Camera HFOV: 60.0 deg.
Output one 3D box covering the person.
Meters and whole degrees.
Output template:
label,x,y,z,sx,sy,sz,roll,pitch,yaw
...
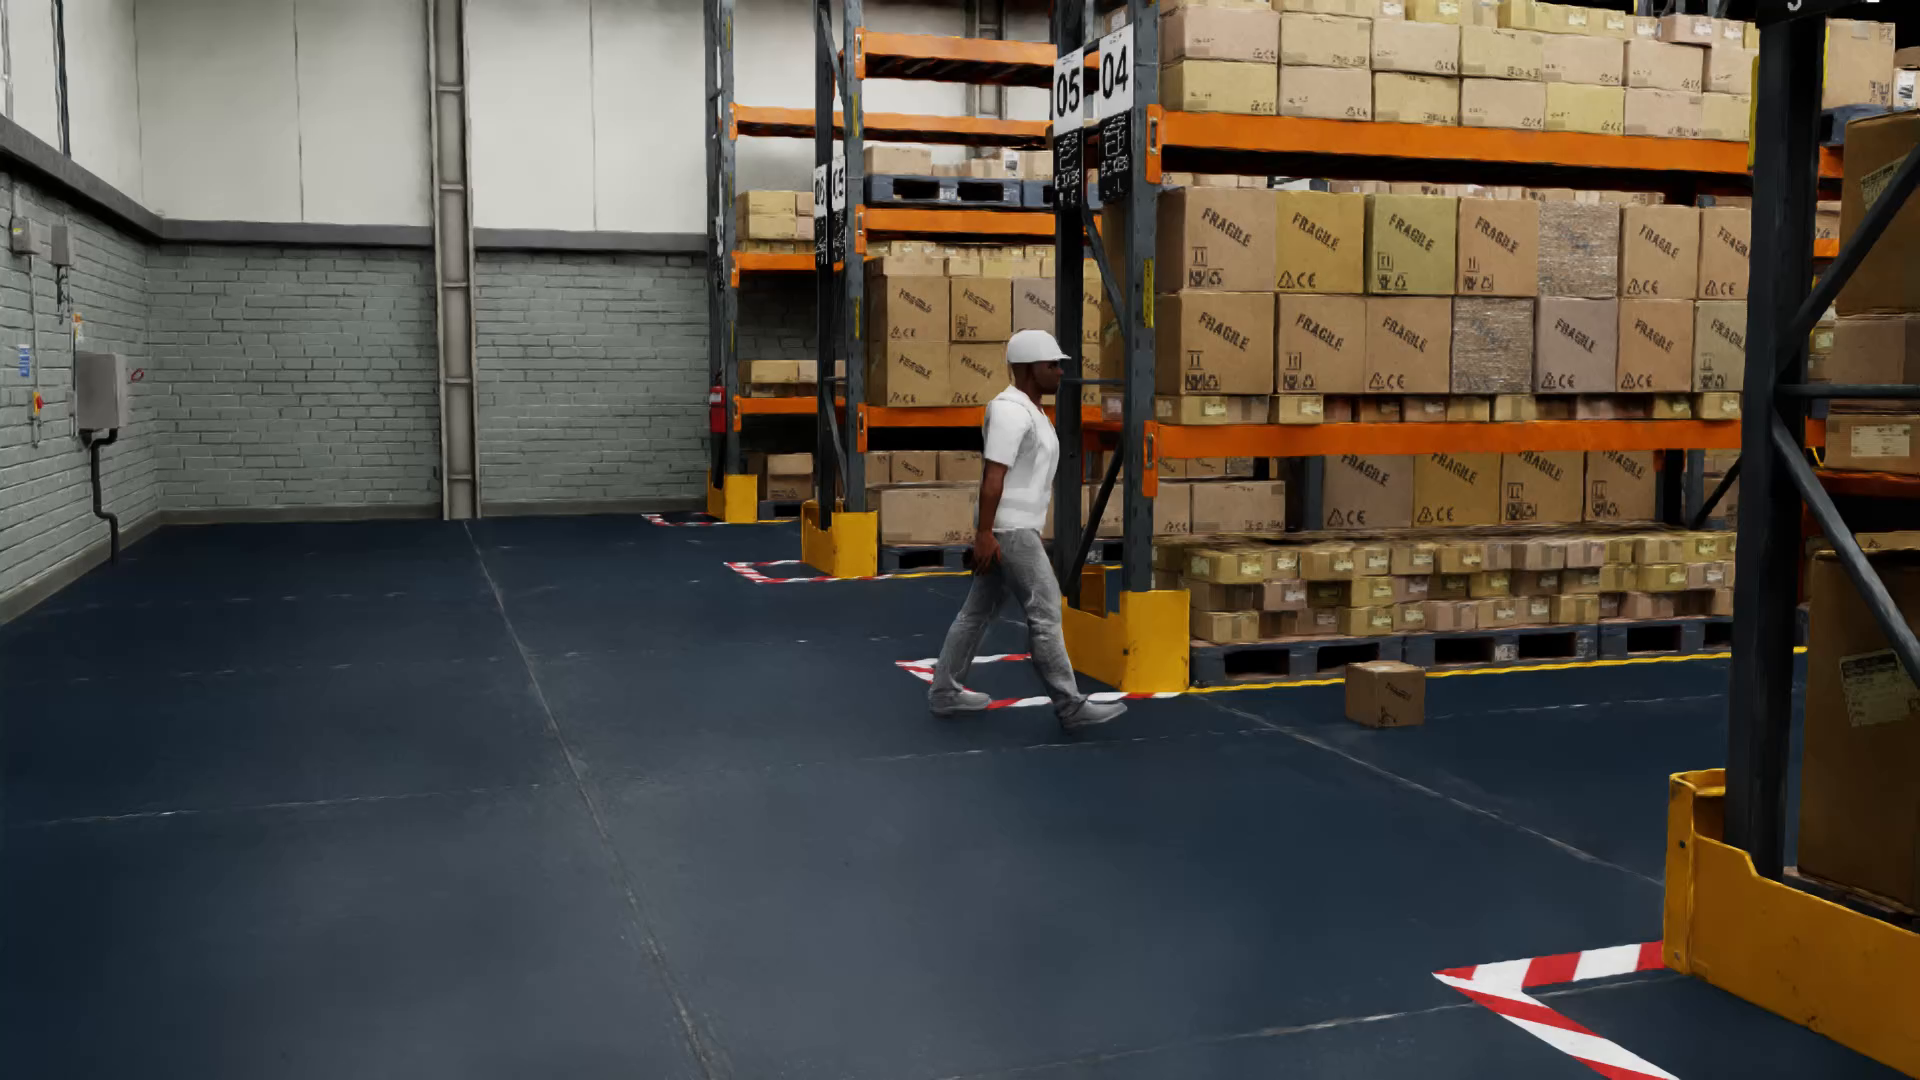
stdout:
label,x,y,z,sx,sy,sz,roll,pitch,yaw
person,0.297,-0.052,7.288,0.910,1.725,0.619,1,6,8
